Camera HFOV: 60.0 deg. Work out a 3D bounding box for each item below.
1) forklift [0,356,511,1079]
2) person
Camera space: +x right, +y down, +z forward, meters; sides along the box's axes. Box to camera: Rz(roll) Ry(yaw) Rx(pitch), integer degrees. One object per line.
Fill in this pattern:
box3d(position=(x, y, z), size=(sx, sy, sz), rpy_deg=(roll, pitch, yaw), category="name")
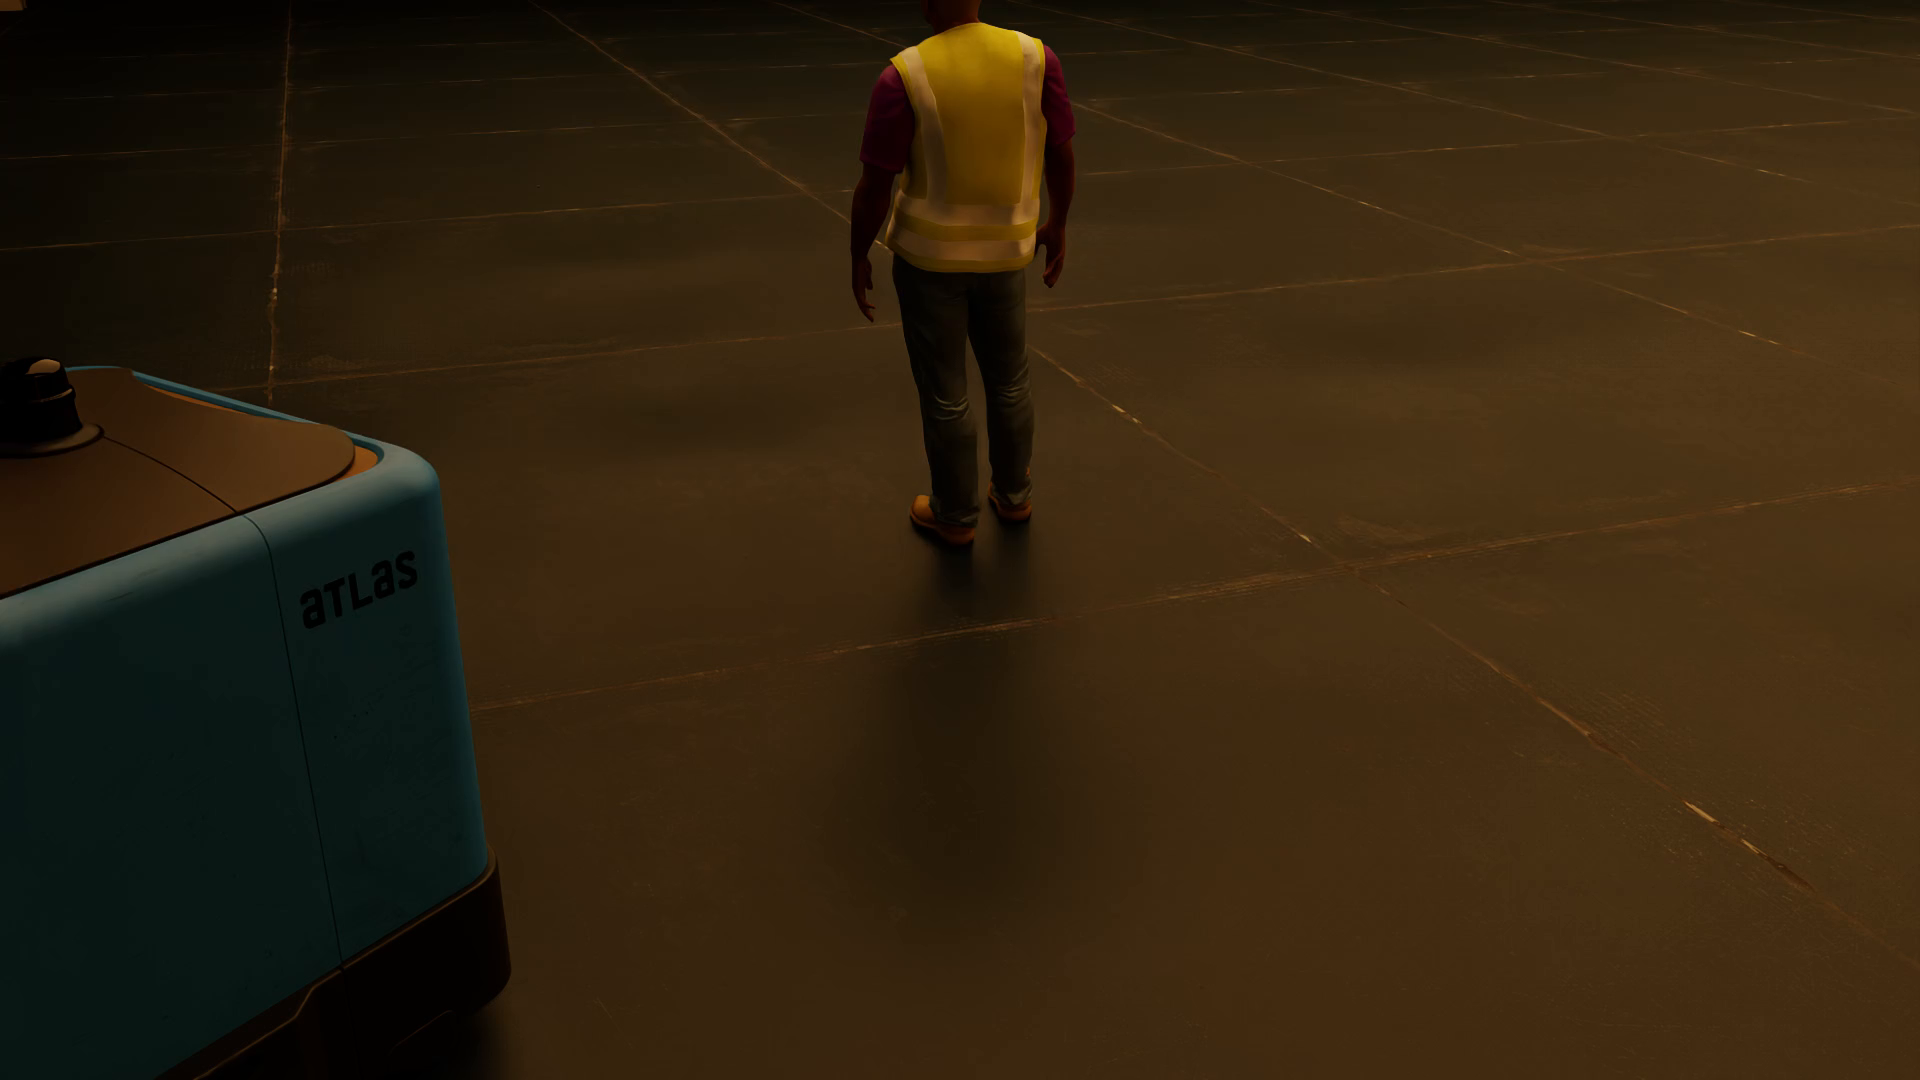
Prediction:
box3d(position=(-2.051, -0.127, 1.600), size=(1.130, 2.935, 3.031), rpy_deg=(15, 27, 31), category="forklift")
box3d(position=(-0.018, -0.847, 4.796), size=(0.666, 1.765, 0.577), rpy_deg=(-8, 24, -18), category="person")
